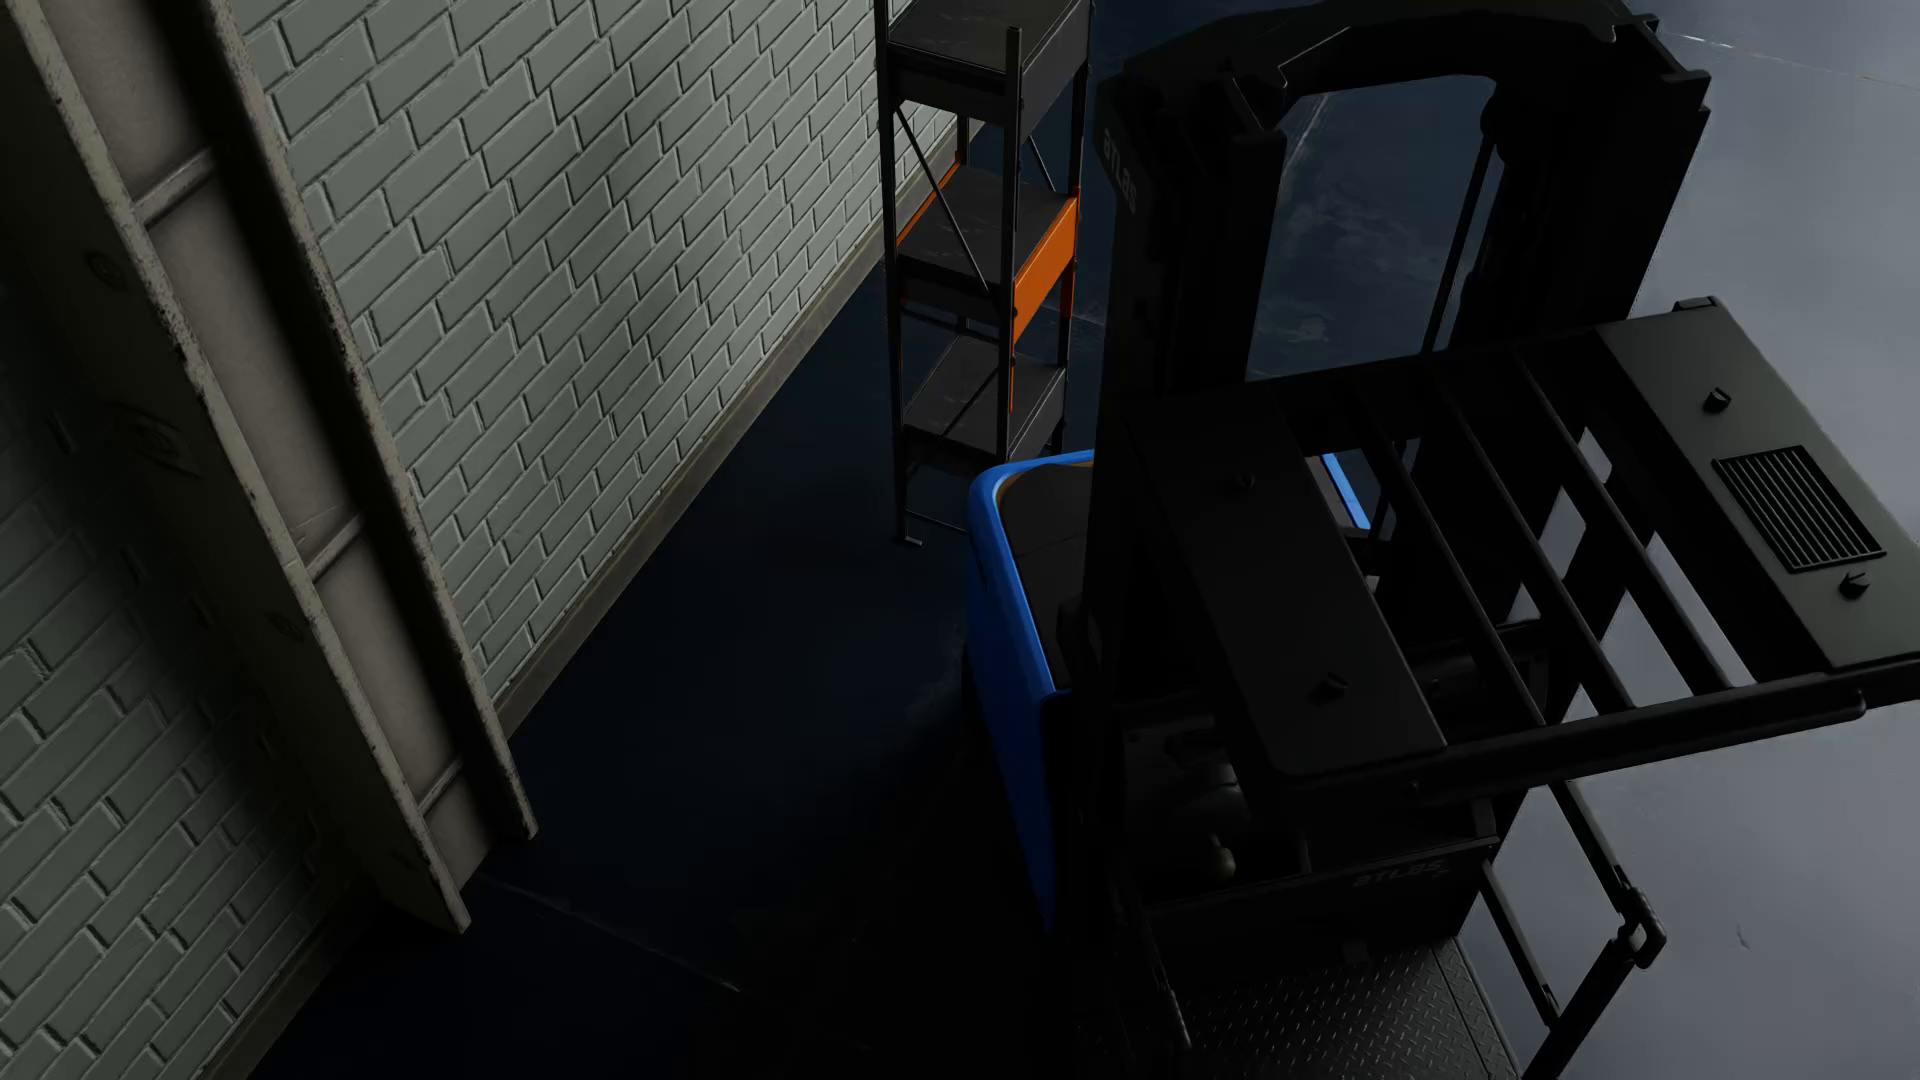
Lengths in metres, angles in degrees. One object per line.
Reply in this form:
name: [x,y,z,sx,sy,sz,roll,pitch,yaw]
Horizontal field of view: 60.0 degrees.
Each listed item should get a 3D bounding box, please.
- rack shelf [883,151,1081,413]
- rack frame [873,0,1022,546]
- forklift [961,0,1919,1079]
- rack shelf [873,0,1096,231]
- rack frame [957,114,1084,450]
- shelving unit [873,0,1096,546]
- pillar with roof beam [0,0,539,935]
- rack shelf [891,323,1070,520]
rack shelf: [0.071,-0.786,5.058,0.431,0.518,0.480,20,52,16]
rack frame: [-0.034,-0.626,4.904,0.400,2.100,0.015,20,52,16]
forklift: [0.836,0.566,3.344,1.130,2.935,3.031,-10,50,-8]
rack shelf: [0.071,-1.239,4.525,0.431,0.518,0.480,20,52,16]
rack frame: [0.175,-0.962,5.190,0.400,2.100,0.015,20,52,16]
shelving unit: [0.071,-0.794,5.047,0.431,2.100,0.503,20,52,16]
pillar with roof beam: [2.402,-0.563,0.321,9.100,9.000,0.400,20,52,16]
rack shelf: [0.071,-0.332,5.591,0.431,0.518,0.480,20,52,16]
